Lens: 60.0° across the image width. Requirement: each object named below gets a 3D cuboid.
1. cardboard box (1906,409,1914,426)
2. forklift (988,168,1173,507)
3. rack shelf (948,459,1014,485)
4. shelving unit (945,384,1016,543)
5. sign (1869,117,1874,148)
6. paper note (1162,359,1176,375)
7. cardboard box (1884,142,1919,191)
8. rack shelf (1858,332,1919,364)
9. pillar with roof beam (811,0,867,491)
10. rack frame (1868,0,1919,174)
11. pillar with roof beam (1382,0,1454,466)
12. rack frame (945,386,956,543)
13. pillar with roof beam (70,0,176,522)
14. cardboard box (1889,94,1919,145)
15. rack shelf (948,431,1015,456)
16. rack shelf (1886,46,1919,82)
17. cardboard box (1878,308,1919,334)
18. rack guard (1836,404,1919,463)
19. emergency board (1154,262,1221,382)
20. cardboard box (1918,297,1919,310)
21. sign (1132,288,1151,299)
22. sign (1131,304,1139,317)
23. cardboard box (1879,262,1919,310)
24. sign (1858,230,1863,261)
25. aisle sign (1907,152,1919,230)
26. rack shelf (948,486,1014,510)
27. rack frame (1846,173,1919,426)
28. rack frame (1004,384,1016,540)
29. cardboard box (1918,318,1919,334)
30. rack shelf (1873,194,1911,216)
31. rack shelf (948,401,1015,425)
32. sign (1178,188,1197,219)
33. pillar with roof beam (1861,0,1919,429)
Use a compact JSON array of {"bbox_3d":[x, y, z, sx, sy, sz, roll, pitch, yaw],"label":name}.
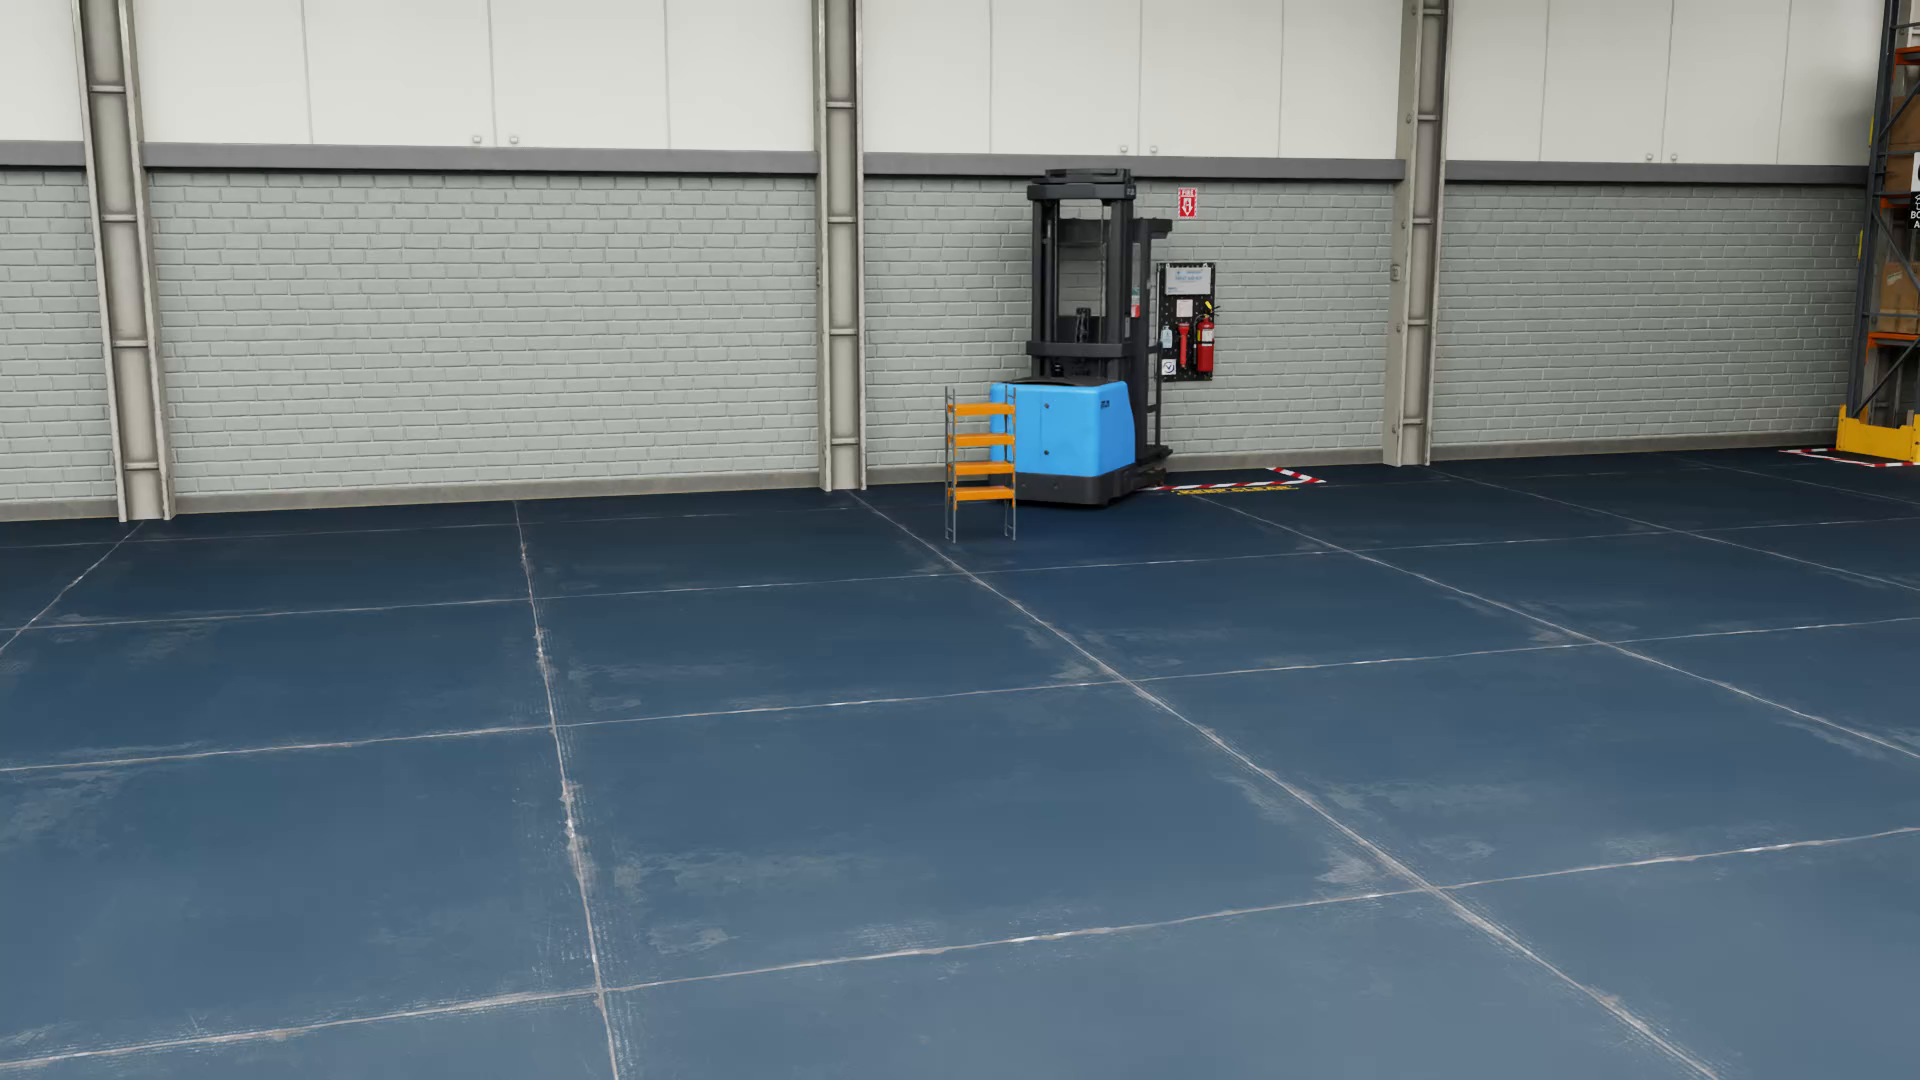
[{"bbox_3d":[10.674,-1.302,18.045,0.500,0.311,0.500,-4,11,-22],"label":"cardboard box"},{"bbox_3d":[1.320,-1.959,15.591,1.130,2.935,3.031,5,11,24],"label":"forklift"},{"bbox_3d":[0.159,-0.532,12.996,0.480,0.148,0.258,-3,11,-16],"label":"rack shelf"},{"bbox_3d":[0.159,-0.598,12.983,0.503,1.200,0.258,-3,11,-16],"label":"shelving unit"},{"bbox_3d":[9.848,-4.397,17.914,0.005,0.325,0.100,-3,11,-16],"label":"sign"},{"bbox_3d":[2.081,-1.722,16.549,0.142,0.148,0.016,-3,11,-16],"label":"paper note"},{"bbox_3d":[10.314,-3.988,17.808,0.500,0.500,0.500,-2,11,-12],"label":"cardboard box"},{"bbox_3d":[11.905,-2.136,18.351,4.000,0.370,1.077,-3,11,-16],"label":"rack shelf"},{"bbox_3d":[0.096,-4.169,10.839,0.400,9.000,9.100,-3,11,-16],"label":"pillar with roof beam"},{"bbox_3d":[9.984,-5.339,17.193,0.127,3.000,1.000,-3,11,-16],"label":"rack frame"},{"bbox_3d":[5.857,-4.473,12.488,0.400,9.000,9.100,-3,11,-16],"label":"pillar with roof beam"},{"bbox_3d":[-0.075,-0.586,12.916,0.015,1.200,0.240,-3,11,-16],"label":"rack frame"},{"bbox_3d":[-5.665,-3.866,9.189,0.400,9.000,9.100,-3,11,-16],"label":"pillar with roof beam"},{"bbox_3d":[10.325,-4.482,17.729,0.500,0.500,0.500,-3,11,-13],"label":"cardboard box"},{"bbox_3d":[0.159,-0.752,12.955,0.480,0.148,0.258,-3,11,-16],"label":"rack shelf"},{"bbox_3d":[11.905,-5.085,17.808,4.000,0.370,1.077,-3,11,-16],"label":"rack shelf"},{"bbox_3d":[10.379,-2.382,18.060,0.500,0.250,0.500,-3,11,-15],"label":"cardboard box"},{"bbox_3d":[10.057,-1.163,17.984,0.348,0.500,1.175,-3,11,-16],"label":"rack guard"},{"bbox_3d":[2.270,-2.152,16.453,0.643,1.169,0.194,-3,11,-16],"label":"emergency board"},{"bbox_3d":[10.527,-2.665,17.528,0.500,0.500,0.500,-3,11,-16],"label":"cardboard box"},{"bbox_3d":[1.717,-2.419,16.340,0.331,0.109,0.001,-3,11,-16],"label":"sign"},{"bbox_3d":[1.711,-2.160,16.395,0.234,0.329,0.001,-3,11,-16],"label":"sign"},{"bbox_3d":[10.377,-2.754,18.011,0.500,0.500,0.500,-3,11,-17],"label":"cardboard box"},{"bbox_3d":[9.848,-3.211,18.133,0.005,0.325,0.100,-3,11,-16],"label":"sign"},{"bbox_3d":[9.999,-3.611,17.198,0.004,0.787,0.394,-3,11,-16],"label":"aisle sign"},{"bbox_3d":[0.159,-0.337,13.031,0.480,0.148,0.258,-3,11,-16],"label":"rack shelf"},{"bbox_3d":[9.984,-2.389,17.736,0.127,3.000,1.000,-3,11,-16],"label":"rack frame"},{"bbox_3d":[0.393,-0.611,13.050,0.015,1.200,0.240,-3,11,-16],"label":"rack frame"},{"bbox_3d":[10.542,-2.294,17.583,0.500,0.250,0.500,-3,11,-18],"label":"cardboard box"},{"bbox_3d":[11.905,-3.611,18.080,4.000,0.370,1.077,-3,11,-16],"label":"rack shelf"},{"bbox_3d":[0.159,-0.985,12.912,0.480,0.148,0.258,-3,11,-16],"label":"rack shelf"},{"bbox_3d":[2.235,-3.309,16.335,0.199,0.298,0.001,-3,11,-16],"label":"sign"},{"bbox_3d":[11.618,-4.776,14.137,0.400,9.000,9.100,-3,11,-16],"label":"pillar with roof beam"}]
